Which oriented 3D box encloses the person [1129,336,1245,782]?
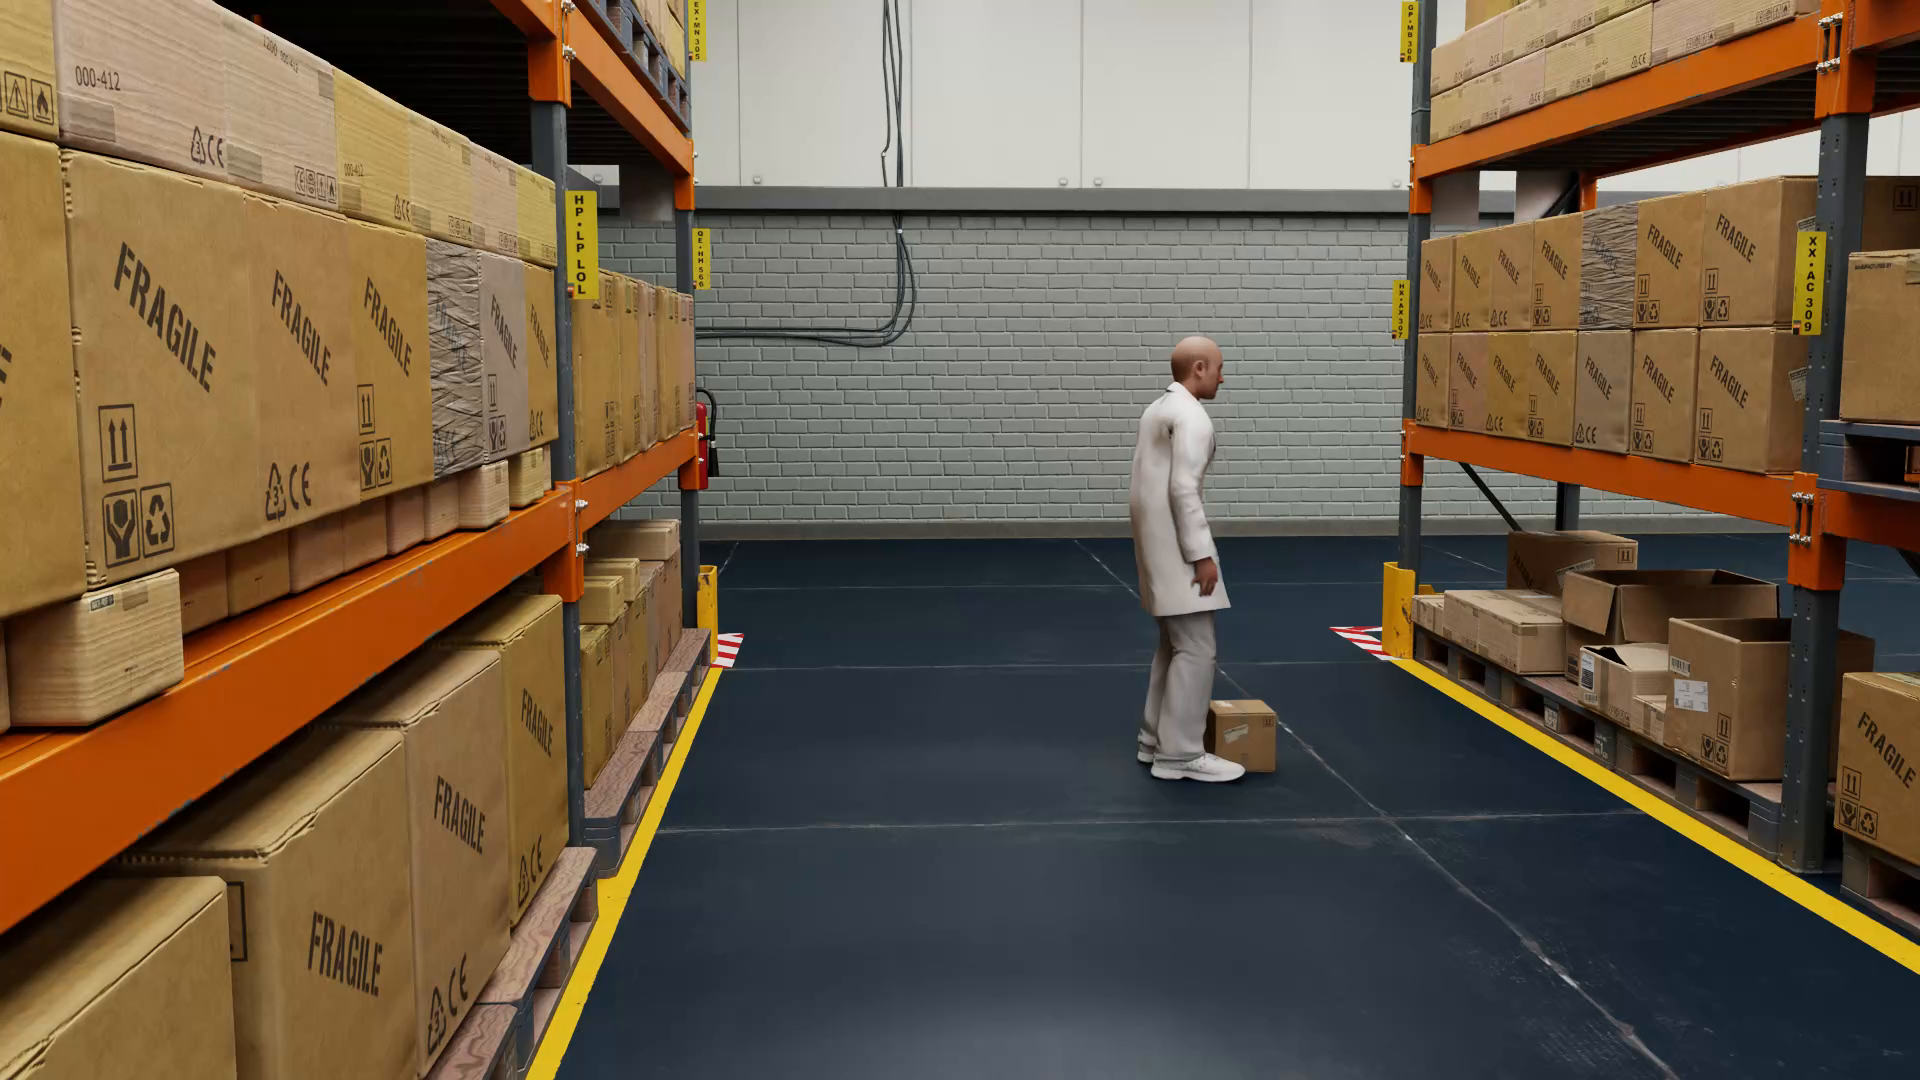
[{"bbox_3d":[0.910,0.060,6.795,0.428,1.772,0.641,-1,7,-6],"label":"person"}]
